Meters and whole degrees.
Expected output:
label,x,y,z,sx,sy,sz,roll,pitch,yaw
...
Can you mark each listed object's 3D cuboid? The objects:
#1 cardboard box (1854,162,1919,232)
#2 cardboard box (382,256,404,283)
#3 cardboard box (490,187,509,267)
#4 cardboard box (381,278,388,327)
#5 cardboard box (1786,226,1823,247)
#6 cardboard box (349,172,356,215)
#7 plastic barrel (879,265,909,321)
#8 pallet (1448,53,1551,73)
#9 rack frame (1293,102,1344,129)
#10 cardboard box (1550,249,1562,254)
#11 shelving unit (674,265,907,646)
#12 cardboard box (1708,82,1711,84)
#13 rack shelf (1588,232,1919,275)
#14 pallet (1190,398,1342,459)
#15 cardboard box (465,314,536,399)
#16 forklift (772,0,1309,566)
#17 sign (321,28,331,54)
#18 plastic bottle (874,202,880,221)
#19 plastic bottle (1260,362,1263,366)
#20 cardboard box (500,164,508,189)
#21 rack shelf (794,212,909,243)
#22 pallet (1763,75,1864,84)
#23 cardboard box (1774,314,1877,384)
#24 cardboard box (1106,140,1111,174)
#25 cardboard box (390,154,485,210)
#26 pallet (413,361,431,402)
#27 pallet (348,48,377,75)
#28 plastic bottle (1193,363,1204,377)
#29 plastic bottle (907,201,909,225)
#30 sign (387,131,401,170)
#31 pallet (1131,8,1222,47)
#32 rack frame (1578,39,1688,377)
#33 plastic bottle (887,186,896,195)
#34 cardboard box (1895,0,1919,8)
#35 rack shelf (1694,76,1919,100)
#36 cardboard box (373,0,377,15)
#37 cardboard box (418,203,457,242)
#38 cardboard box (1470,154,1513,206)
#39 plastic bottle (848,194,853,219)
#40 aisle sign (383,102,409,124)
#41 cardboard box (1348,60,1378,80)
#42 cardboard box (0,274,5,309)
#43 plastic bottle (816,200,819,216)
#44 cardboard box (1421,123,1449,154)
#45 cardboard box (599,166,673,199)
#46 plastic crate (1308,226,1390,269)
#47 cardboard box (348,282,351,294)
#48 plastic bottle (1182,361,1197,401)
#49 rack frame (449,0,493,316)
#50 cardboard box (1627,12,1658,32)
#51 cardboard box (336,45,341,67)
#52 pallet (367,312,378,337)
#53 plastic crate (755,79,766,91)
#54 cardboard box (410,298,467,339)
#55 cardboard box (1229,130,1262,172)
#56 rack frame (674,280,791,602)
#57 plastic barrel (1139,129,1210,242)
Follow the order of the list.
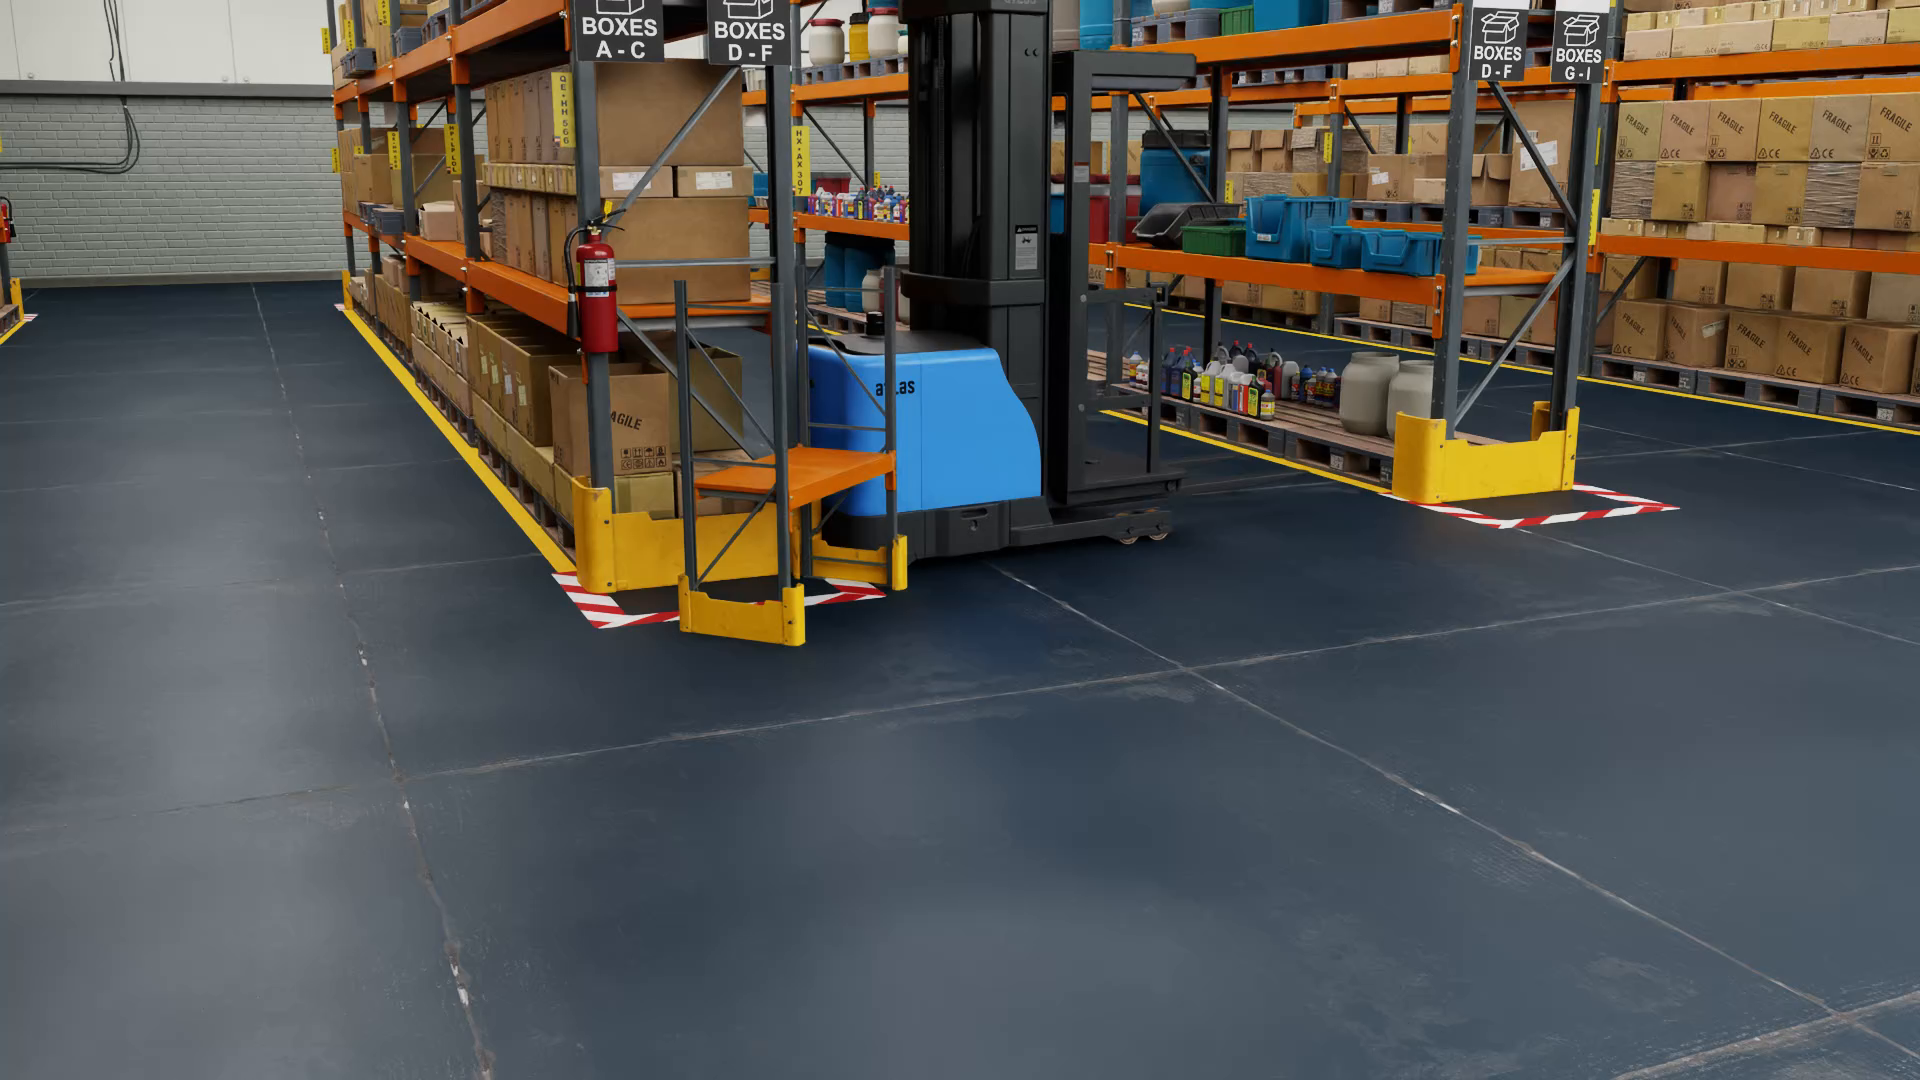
label,x,y,z,sx,sy,sz,roll,pitch,yaw
cardboard box,7.298,-2.596,12.551,0.875,0.500,0.500,-6,14,-23
cardboard box,-5.711,-2.812,17.272,0.500,0.250,0.500,-6,14,-23
cardboard box,-2.694,-2.083,10.997,0.700,0.500,0.500,-6,14,-24
cardboard box,-5.887,-2.544,17.777,0.500,0.500,0.500,-5,14,-22
cardboard box,6.803,-2.412,13.194,0.380,0.149,0.250,-6,14,-23
cardboard box,-7.139,-4.225,20.249,0.500,0.500,0.500,-5,14,-22
plastic barrel,-0.603,-2.761,18.565,0.600,0.588,0.708,-6,14,-23
pallet,5.633,-4.741,16.465,1.213,0.211,1.003,-6,14,-23
rack frame,5.979,-5.926,27.822,1.000,3.000,0.127,-6,14,-23
cardboard box,8.268,-3.953,22.246,0.500,0.250,0.500,-5,14,-22
shelving unit,-0.731,-0.423,7.373,0.587,1.500,1.083,6,14,23
cardboard box,9.199,-5.925,20.945,0.500,0.500,0.500,-6,14,-23
rack shelf,7.002,-2.256,13.561,1.077,0.370,4.000,-6,14,-23
pallet,2.386,-0.819,11.940,1.003,0.211,1.213,-6,14,-23
cardboard box,-2.978,-1.232,11.044,0.500,0.500,0.500,-6,14,-23
forklift,0.544,-1.500,8.849,3.031,2.935,1.130,-8,15,-29
sign,-8.181,-6.443,21.466,0.100,0.325,0.005,-6,14,-23
plastic bottle,-0.887,-3.561,18.044,0.097,0.201,0.097,0,13,0
plastic bottle,2.365,-1.287,12.826,0.061,0.283,0.133,-5,14,-19
cardboard box,-2.635,-2.258,10.315,0.380,0.149,0.250,-6,14,-23
rack shelf,-0.741,-3.462,18.769,1.077,0.370,4.000,-6,14,-23
pallet,9.941,-5.284,18.813,1.003,0.211,1.213,-5,14,-20
cardboard box,7.064,-1.562,13.579,0.500,0.500,0.500,-4,14,-18
cardboard box,2.370,-5.284,23.060,0.500,0.500,0.500,-5,14,-22
cardboard box,-4.835,-3.325,15.432,0.700,0.500,0.500,-12,18,-42
pallet,-4.186,-1.420,14.537,1.003,0.211,1.213,-6,14,-23
pallet,-5.467,-4.793,16.692,1.213,0.211,1.003,-6,14,-23
plastic bottle,1.775,-1.187,12.422,0.097,0.271,0.097,0,13,0
plastic bottle,-0.492,-3.387,17.110,0.061,0.283,0.133,-6,14,-23
sign,-4.973,-3.427,14.631,0.100,0.325,0.005,-6,14,-23
pallet,2.041,-3.801,12.409,1.213,0.211,1.003,-6,14,-23
rack frame,6.201,-3.020,15.265,1.000,3.000,0.127,-6,14,-23
plastic bottle,-0.800,-4.003,19.621,0.144,0.351,0.185,-6,14,-23
cardboard box,7.077,-3.966,12.148,0.380,0.149,0.250,-6,14,-23
rack shelf,9.985,-4.971,18.639,1.077,0.370,4.000,-6,14,-23
cardboard box,-5.659,-5.295,17.069,0.600,0.600,0.600,-6,14,-24
cardboard box,-4.299,-2.706,14.109,0.500,0.311,0.500,-6,14,-24
cardboard box,5.422,-3.624,16.717,0.797,0.503,0.637,-4,14,-17
plastic bottle,-1.220,-3.767,18.778,0.097,0.271,0.097,0,13,0
aisle sign,-7.431,-5.913,22.002,0.394,0.787,0.004,-6,14,-23
cardboard box,4.554,-5.114,17.995,0.500,0.250,0.500,-5,14,-22
cardboard box,-11.850,-3.008,19.826,0.700,0.500,0.500,-6,14,-23
plastic bottle,-1.669,-3.964,19.787,0.097,0.201,0.097,0,13,0
cardboard box,7.145,-5.853,24.408,0.500,0.500,0.500,-6,14,-25
cardboard box,-1.603,-1.726,8.014,0.380,0.149,0.250,-6,14,-24
plastic crate,2.536,-1.885,10.690,0.499,0.251,0.408,-6,14,-23
cardboard box,-7.831,-3.313,21.878,0.380,0.149,0.250,-6,14,-23
plastic bottle,1.710,-1.182,12.374,0.061,0.283,0.133,-5,14,-20
rack frame,-2.877,-2.126,11.402,1.000,3.000,0.127,-6,14,-23
cardboard box,6.049,-4.507,14.488,0.380,0.149,0.250,-6,14,-25
cardboard box,-7.317,-5.901,20.283,0.500,0.250,0.500,-6,14,-23
pallet,-6.356,-2.562,19.471,1.003,0.211,1.213,-6,14,-23
plastic crate,-2.400,-5.786,21.152,0.293,0.136,0.466,-6,14,-23
cardboard box,-4.539,-1.956,14.590,0.500,0.311,0.500,-5,14,-21
cardboard box,3.788,-4.809,20.549,0.797,0.503,0.637,-5,14,-21
rack frame,-0.940,-0.317,6.912,0.500,1.500,0.032,6,14,23
plastic barrel,1.786,-2.924,13.739,0.600,0.901,0.708,-6,14,-23
